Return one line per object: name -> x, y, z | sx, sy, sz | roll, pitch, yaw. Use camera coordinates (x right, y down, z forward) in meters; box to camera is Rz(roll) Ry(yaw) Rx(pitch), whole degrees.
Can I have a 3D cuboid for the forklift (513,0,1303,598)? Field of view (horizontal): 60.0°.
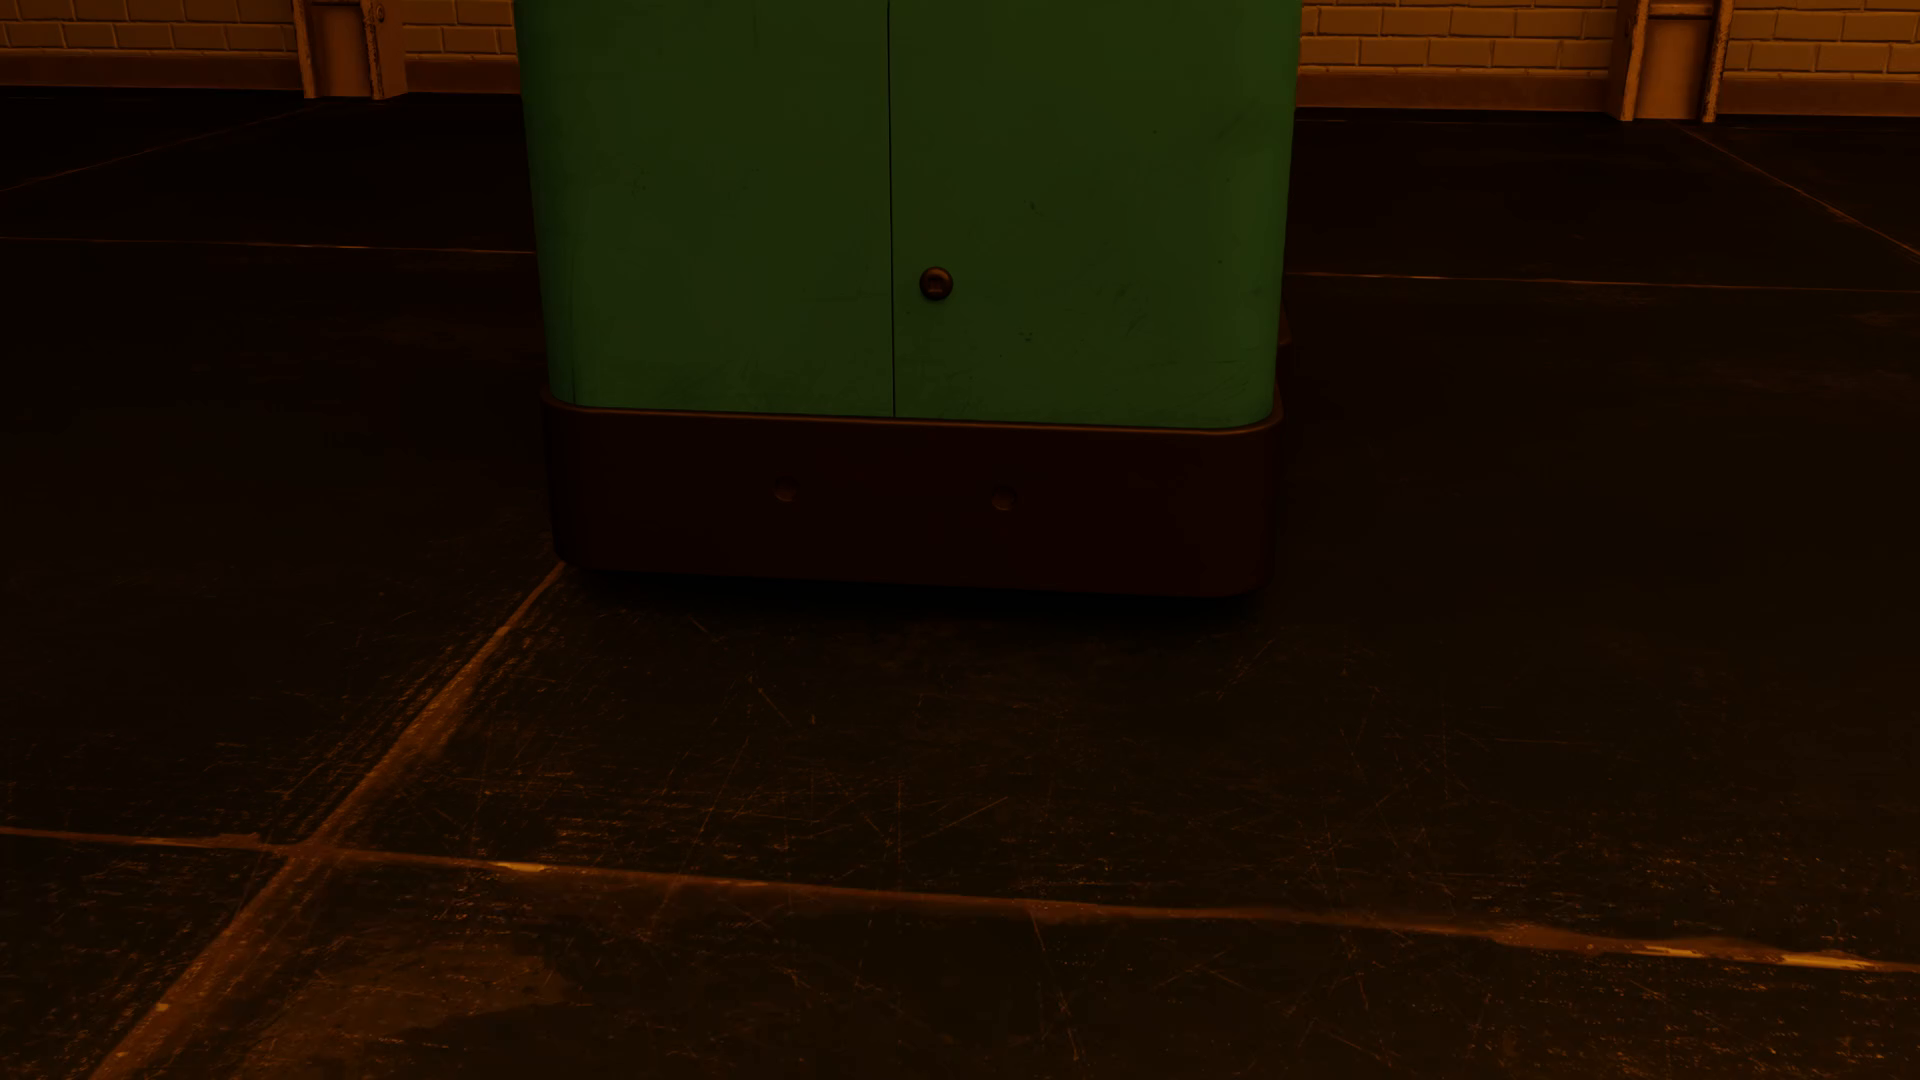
forklift -> 0.084, -1.792, 3.203 | 1.130, 2.935, 3.031 | 2, 22, 6
